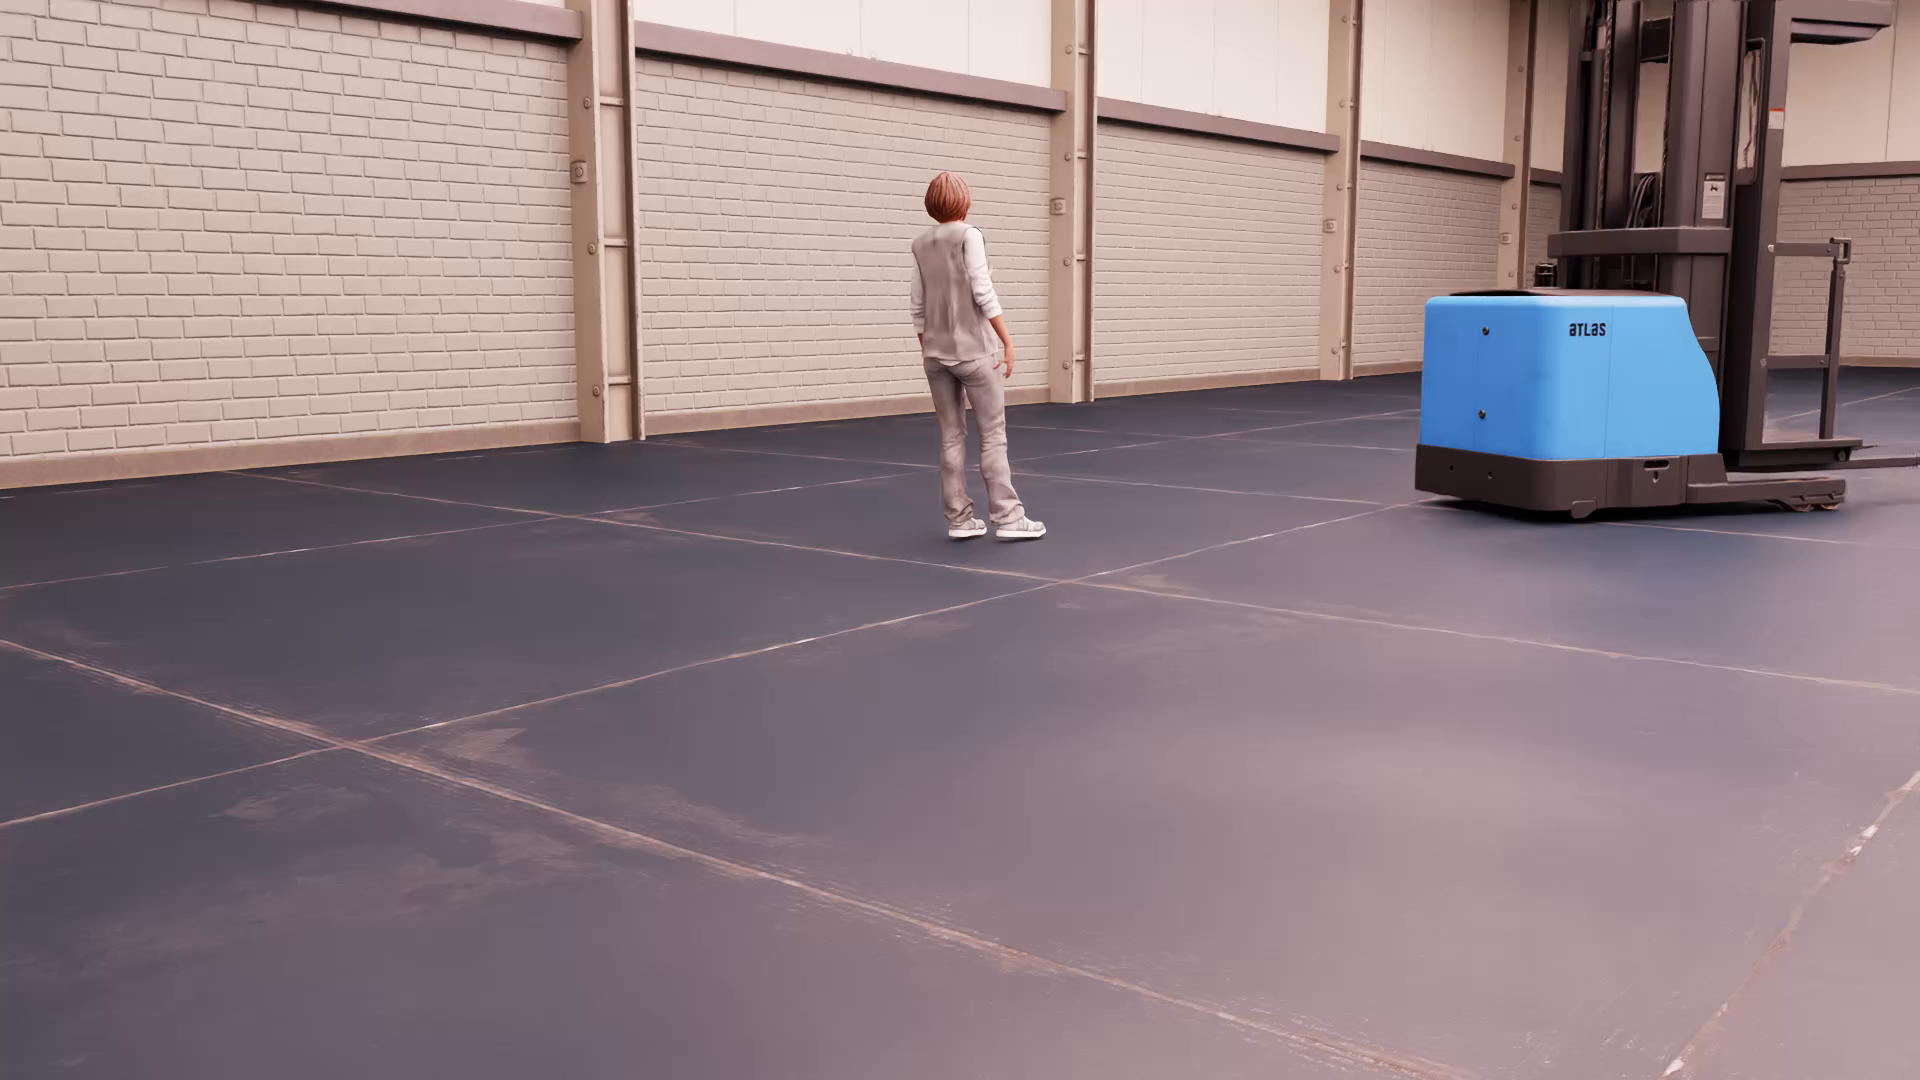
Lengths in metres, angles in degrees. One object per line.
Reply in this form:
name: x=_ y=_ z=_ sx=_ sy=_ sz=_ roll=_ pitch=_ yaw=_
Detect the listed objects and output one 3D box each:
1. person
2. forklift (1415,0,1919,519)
person: x=0.058 y=-0.805 z=7.337 sx=0.520 sy=1.599 sz=0.473 roll=7 pitch=11 yaw=38
forklift: x=3.959 y=-1.659 z=8.618 sx=3.031 sy=2.935 sz=1.130 roll=-3 pitch=9 yaw=-20
